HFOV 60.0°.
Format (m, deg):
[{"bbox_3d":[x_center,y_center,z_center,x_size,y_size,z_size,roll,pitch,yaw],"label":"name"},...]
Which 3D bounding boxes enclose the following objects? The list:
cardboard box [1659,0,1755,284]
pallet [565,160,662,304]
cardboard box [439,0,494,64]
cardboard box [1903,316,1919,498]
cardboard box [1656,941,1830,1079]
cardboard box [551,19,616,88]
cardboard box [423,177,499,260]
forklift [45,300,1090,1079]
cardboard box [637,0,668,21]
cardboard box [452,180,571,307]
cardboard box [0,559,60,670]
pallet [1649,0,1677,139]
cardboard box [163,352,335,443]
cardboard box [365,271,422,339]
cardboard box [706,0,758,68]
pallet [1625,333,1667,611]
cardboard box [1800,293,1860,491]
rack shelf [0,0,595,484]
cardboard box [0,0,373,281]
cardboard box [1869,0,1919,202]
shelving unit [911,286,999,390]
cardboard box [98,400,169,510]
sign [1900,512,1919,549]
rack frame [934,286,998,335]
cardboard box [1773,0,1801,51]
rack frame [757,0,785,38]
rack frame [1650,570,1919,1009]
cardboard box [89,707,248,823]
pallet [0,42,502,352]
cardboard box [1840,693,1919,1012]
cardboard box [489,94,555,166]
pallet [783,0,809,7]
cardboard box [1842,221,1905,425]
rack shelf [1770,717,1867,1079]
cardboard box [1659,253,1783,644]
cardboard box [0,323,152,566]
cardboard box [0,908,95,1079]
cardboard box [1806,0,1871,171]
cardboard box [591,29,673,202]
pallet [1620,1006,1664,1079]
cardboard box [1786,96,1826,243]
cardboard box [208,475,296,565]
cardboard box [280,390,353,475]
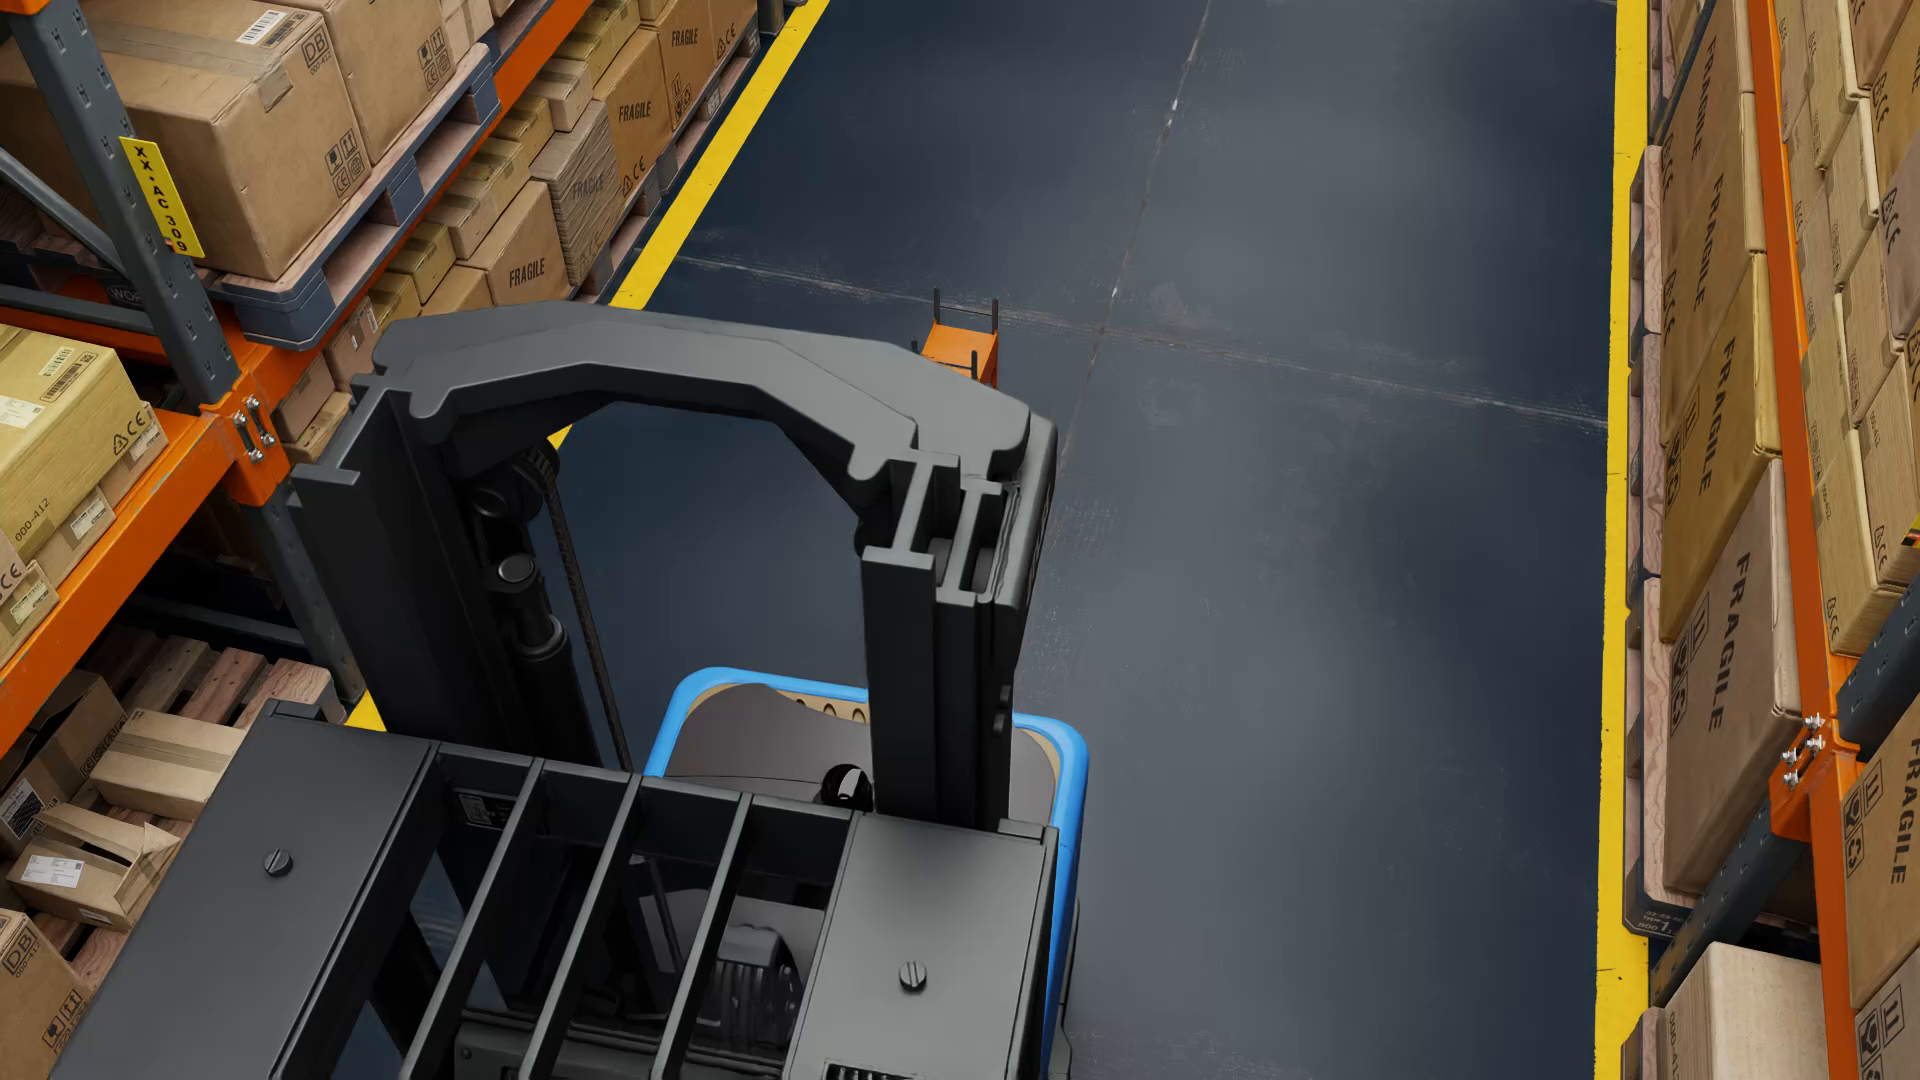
[{"bbox_3d":[3.196,-1.479,6.191,0.875,0.875,0.875,11,50,10],"label":"cardboard box"},{"bbox_3d":[-1.887,-1.168,6.640,1.003,0.211,1.213,12,50,10],"label":"pallet"},{"bbox_3d":[-1.648,-1.633,5.000,0.396,0.266,0.258,14,50,12],"label":"cardboard box"},{"bbox_3d":[2.281,-0.369,3.342,0.500,0.500,0.500,13,50,11],"label":"cardboard box"},{"bbox_3d":[2.137,1.509,3.846,0.875,0.438,0.875,11,49,9],"label":"cardboard box"},{"bbox_3d":[-1.549,-1.874,6.358,0.380,0.149,0.250,11,49,9],"label":"cardboard box"},{"bbox_3d":[-1.817,-1.121,5.693,0.380,0.149,0.250,11,50,10],"label":"cardboard box"},{"bbox_3d":[-0.462,1.193,2.742,1.130,2.935,3.031,8,49,7],"label":"forklift"},{"bbox_3d":[-1.371,-2.237,6.678,0.380,0.149,0.250,10,49,9],"label":"cardboard box"},{"bbox_3d":[-1.774,-0.974,5.996,0.500,0.500,0.500,10,49,9],"label":"cardboard box"},{"bbox_3d":[-2.317,0.139,3.794,0.380,0.149,0.250,13,50,11],"label":"cardboard box"},{"bbox_3d":[3.665,-2.168,7.523,1.003,0.211,1.213,12,50,10],"label":"pallet"},{"bbox_3d":[-2.092,-0.453,4.906,0.380,0.149,0.250,11,49,9],"label":"cardboard box"},{"bbox_3d":[-1.978,-0.746,5.363,0.380,0.149,0.250,9,49,8],"label":"cardboard box"},{"bbox_3d":[-1.235,-2.466,7.313,0.500,0.500,0.500,13,50,11],"label":"cardboard box"},{"bbox_3d":[2.855,-0.168,5.758,1.003,0.211,1.213,12,50,10],"label":"pallet"},{"bbox_3d":[2.415,-0.325,4.137,0.500,0.250,0.500,11,49,10],"label":"cardboard box"},{"bbox_3d":[-1.858,-1.818,5.834,1.077,0.370,4.000,12,50,10],"label":"rack shelf"},{"bbox_3d":[-2.041,-1.087,4.362,0.700,0.500,0.500,13,50,11],"label":"cardboard box"},{"bbox_3d":[2.562,-1.108,3.994,0.500,0.500,0.500,13,50,11],"label":"cardboard box"},{"bbox_3d":[-0.014,-0.309,5.322,0.215,1.050,0.252,12,50,10],"label":"shelving unit"},{"bbox_3d":[-2.224,-0.246,4.134,0.380,0.149,0.250,12,50,11],"label":"cardboard box"},{"bbox_3d":[1.879,-0.090,3.109,0.100,0.325,0.005,12,50,10],"label":"sign"},{"bbox_3d":[0.018,-0.397,5.400,0.200,1.050,0.008,12,50,10],"label":"rack frame"},{"bbox_3d":[2.969,-1.797,5.436,0.500,0.250,0.500,10,49,9],"label":"cardboard box"},{"bbox_3d":[-1.331,-3.503,6.841,1.000,3.000,0.127,12,50,10],"label":"rack frame"},{"bbox_3d":[2.405,0.367,3.425,1.000,3.000,0.127,12,50,10],"label":"rack frame"},{"bbox_3d":[-2.247,0.656,4.792,0.380,0.149,0.250,10,49,9],"label":"cardboard box"},{"bbox_3d":[-2.069,-1.102,4.850,1.003,0.211,1.213,12,50,10],"label":"pallet"},{"bbox_3d":[2.029,0.622,3.134,0.500,0.500,0.500,13,50,11],"label":"cardboard box"},{"bbox_3d":[-1.707,-1.501,6.028,0.380,0.149,0.250,12,50,10],"label":"cardboard box"},{"bbox_3d":[-1.077,-3.168,8.405,1.003,0.211,1.213,12,50,10],"label":"pallet"},{"bbox_3d":[2.411,-0.478,3.938,0.500,0.250,0.500,13,50,11],"label":"cardboard box"},{"bbox_3d":[1.879,2.052,2.418,1.077,0.370,4.000,12,50,10],"label":"rack shelf"},{"bbox_3d":[2.722,-0.188,5.052,0.875,0.875,0.875,13,50,11],"label":"cardboard box"},{"bbox_3d":[-2.283,-0.242,3.864,0.500,0.250,0.500,13,50,11],"label":"cardboard box"},{"bbox_3d":[-2.649,1.187,4.089,0.700,0.500,0.500,10,49,9],"label":"cardboard box"},{"bbox_3d":[2.660,-1.228,4.600,0.500,0.250,0.500,12,50,11],"label":"cardboard box"},{"bbox_3d":[-1.512,-1.727,6.661,0.500,0.500,0.500,14,50,12],"label":"cardboard box"},{"bbox_3d":[2.130,1.825,3.999,1.003,0.211,1.213,12,50,10],"label":"pallet"},{"bbox_3d":[2.698,-1.061,4.786,0.500,0.250,0.500,12,50,10],"label":"cardboard box"},{"bbox_3d":[-2.040,-0.227,5.337,0.500,0.500,0.500,14,50,12],"label":"cardboard box"},{"bbox_3d":[-2.033,-0.343,5.007,0.380,0.149,0.250,14,50,12],"label":"cardboard box"}]
